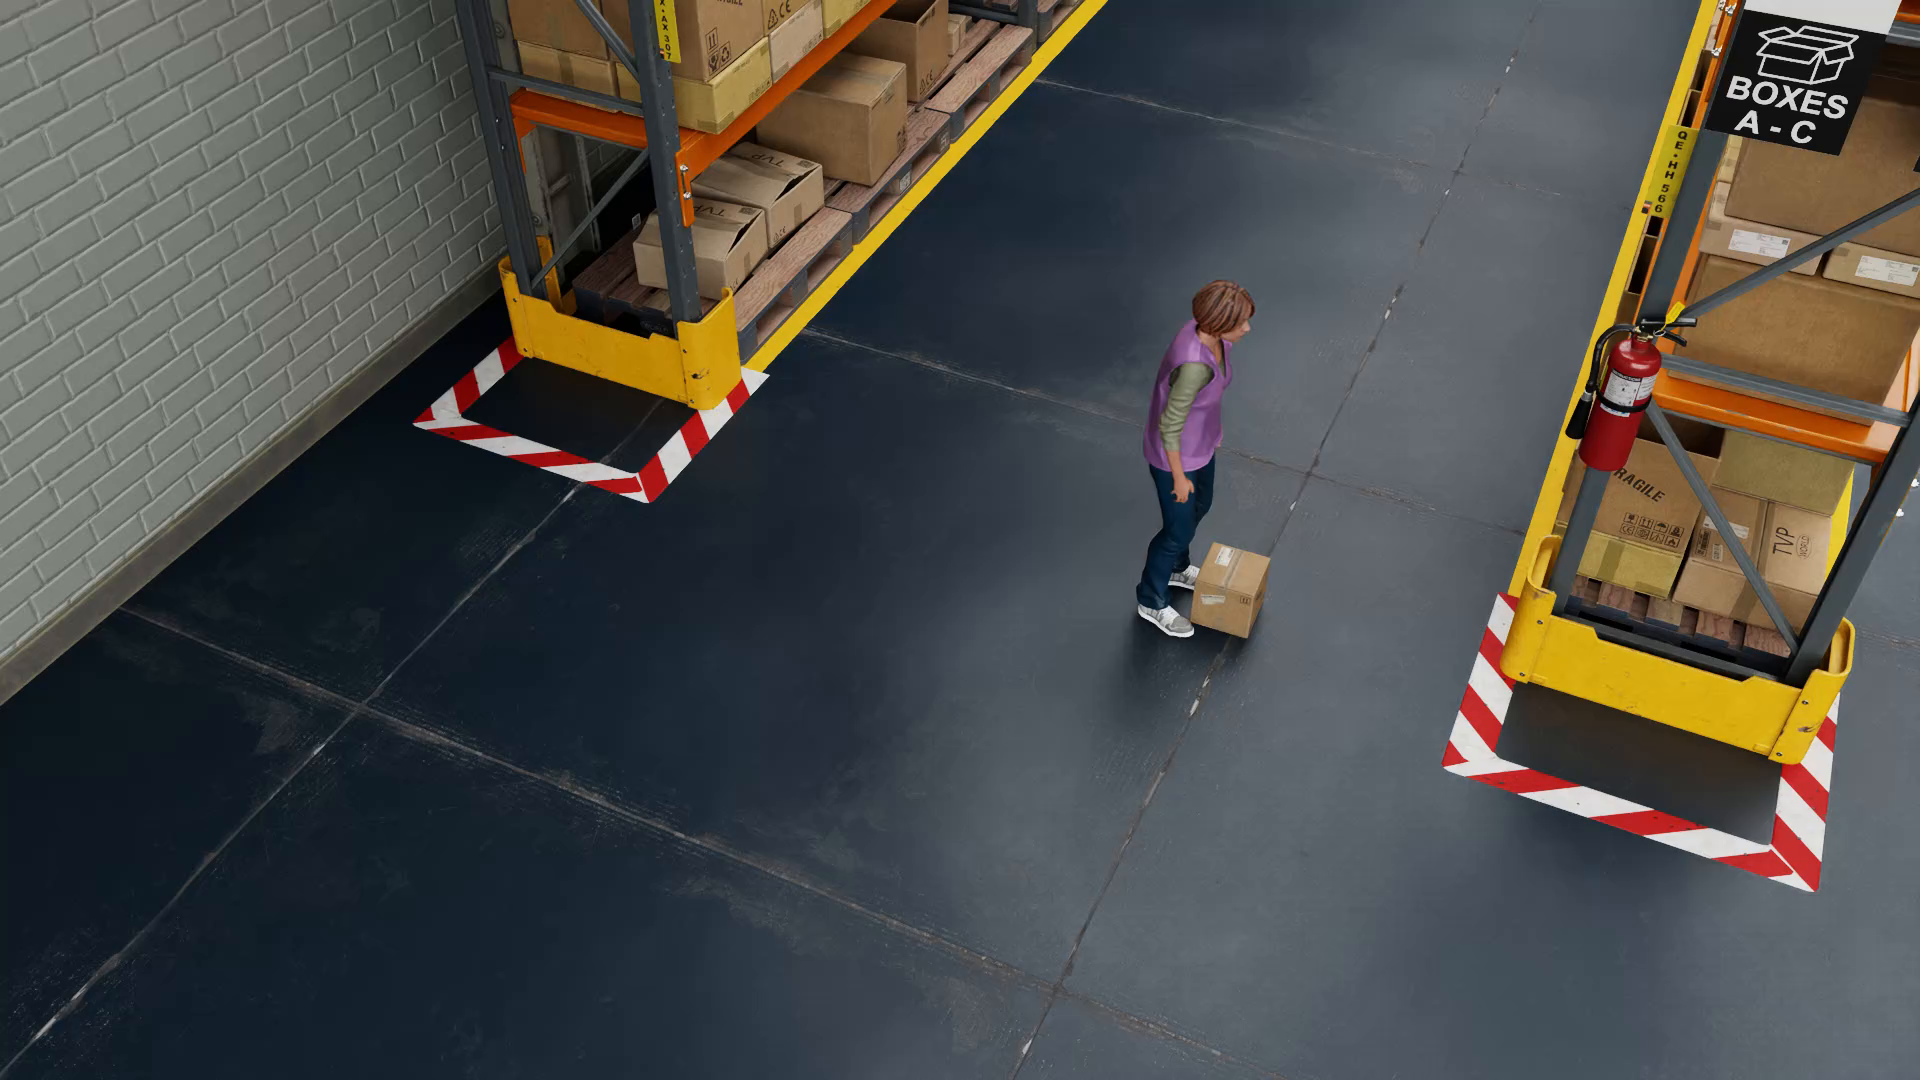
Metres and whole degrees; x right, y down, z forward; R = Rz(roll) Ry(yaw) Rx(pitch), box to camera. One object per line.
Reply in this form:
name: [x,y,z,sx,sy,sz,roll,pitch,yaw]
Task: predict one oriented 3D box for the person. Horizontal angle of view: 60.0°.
person: [0.901,-0.347,6.547,0.343,1.593,0.462,18,45,18]
